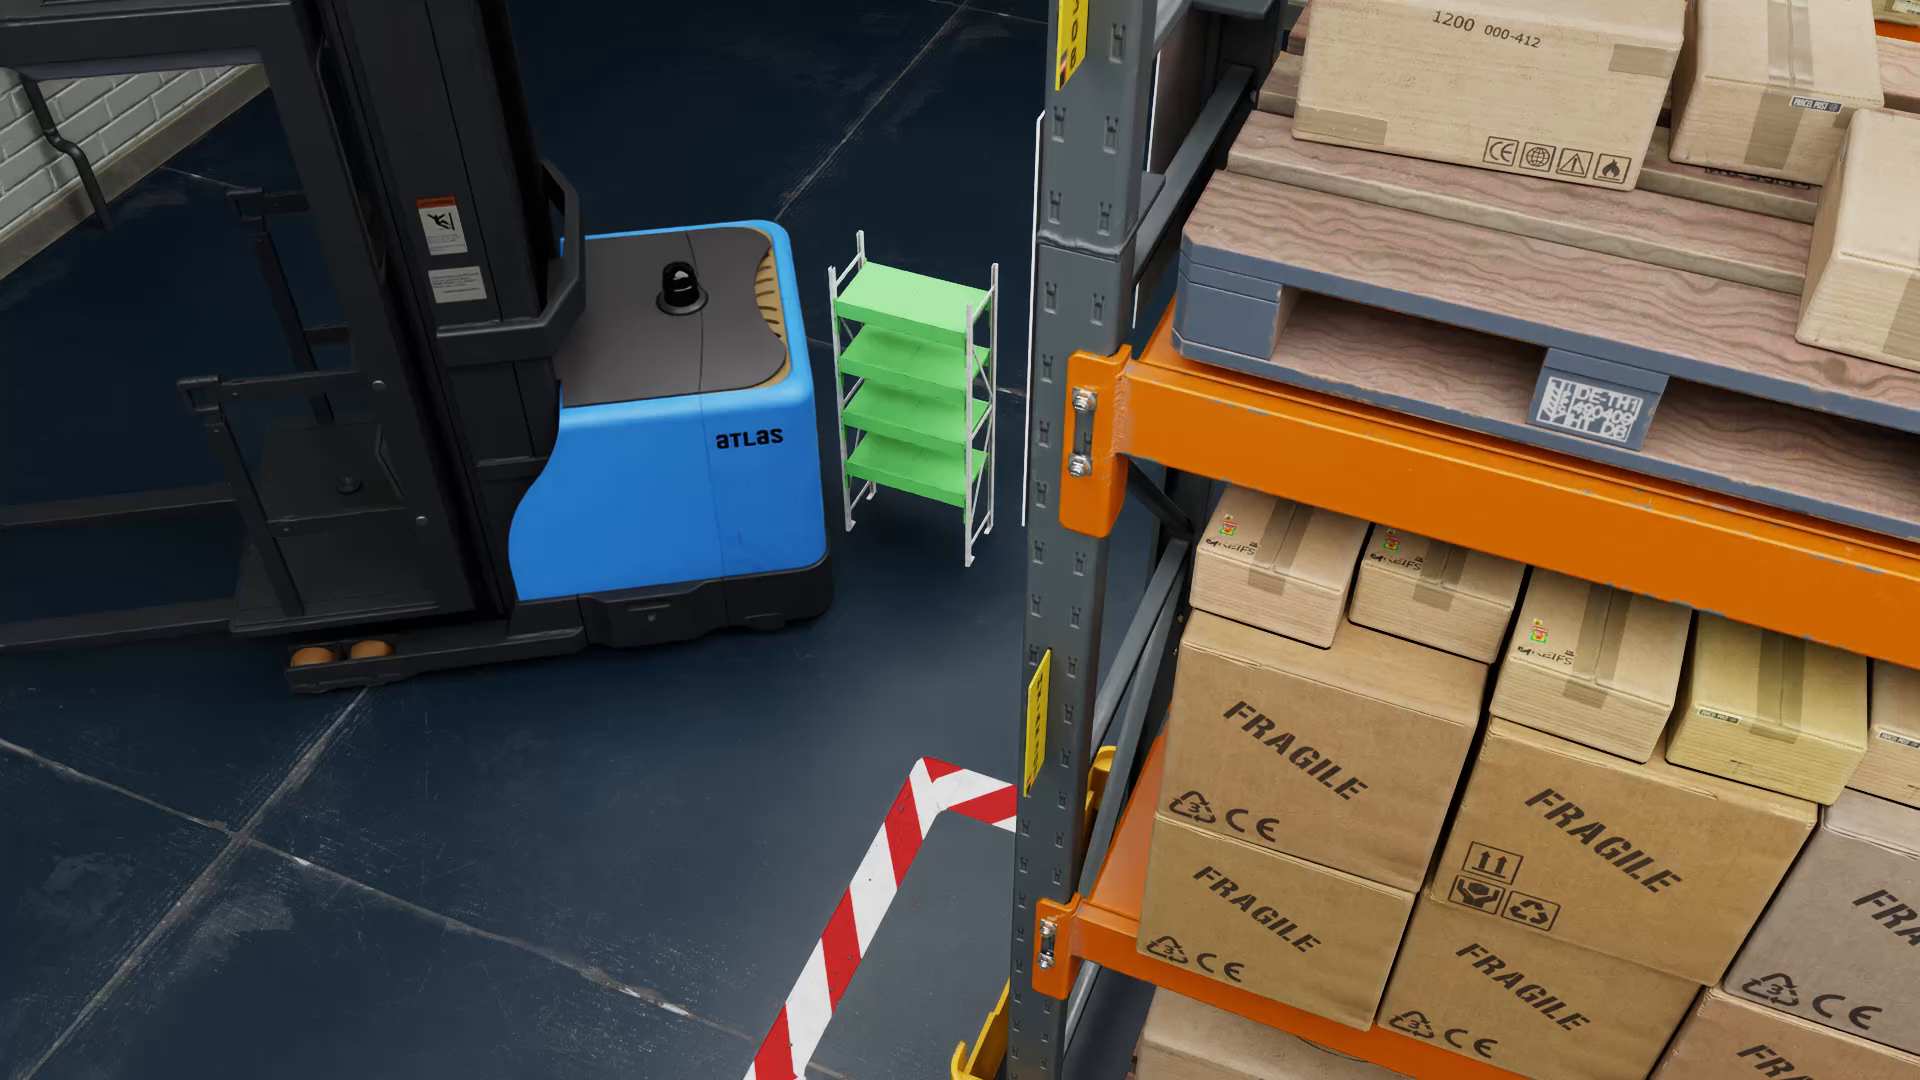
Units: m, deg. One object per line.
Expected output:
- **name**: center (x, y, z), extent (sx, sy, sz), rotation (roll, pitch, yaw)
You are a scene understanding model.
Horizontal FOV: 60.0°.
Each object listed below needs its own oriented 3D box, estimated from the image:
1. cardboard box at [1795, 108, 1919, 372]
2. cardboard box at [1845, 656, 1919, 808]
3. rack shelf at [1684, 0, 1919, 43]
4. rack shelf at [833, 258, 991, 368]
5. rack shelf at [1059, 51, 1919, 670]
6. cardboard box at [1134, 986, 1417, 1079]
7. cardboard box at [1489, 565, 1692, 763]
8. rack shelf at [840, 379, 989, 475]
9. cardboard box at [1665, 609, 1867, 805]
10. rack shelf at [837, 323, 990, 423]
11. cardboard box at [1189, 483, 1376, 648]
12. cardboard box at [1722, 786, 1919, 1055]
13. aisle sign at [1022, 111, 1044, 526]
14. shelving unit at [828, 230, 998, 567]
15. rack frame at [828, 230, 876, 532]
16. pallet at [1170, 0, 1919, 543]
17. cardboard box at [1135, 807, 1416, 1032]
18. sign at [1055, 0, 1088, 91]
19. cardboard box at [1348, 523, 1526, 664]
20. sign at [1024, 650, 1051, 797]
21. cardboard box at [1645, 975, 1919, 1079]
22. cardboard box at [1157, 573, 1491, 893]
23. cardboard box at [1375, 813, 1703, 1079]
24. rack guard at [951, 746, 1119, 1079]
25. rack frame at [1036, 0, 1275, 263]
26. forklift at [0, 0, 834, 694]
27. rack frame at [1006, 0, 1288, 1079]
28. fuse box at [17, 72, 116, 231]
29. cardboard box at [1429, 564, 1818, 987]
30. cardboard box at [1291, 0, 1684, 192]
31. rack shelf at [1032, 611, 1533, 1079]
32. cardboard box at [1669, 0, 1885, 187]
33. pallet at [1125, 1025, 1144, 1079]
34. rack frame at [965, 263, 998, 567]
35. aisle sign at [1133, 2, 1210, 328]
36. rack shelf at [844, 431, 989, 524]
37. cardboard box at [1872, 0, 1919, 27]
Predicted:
- **cardboard box**: center (1.278, -0.393, 2.201), extent (0.250, 0.149, 0.380), rotation (18, 48, 17)
- **cardboard box**: center (1.561, 0.244, 2.638), extent (0.250, 0.149, 0.380), rotation (17, 47, 16)
- **rack shelf**: center (4.116, -2.113, 6.757), extent (4.000, 0.370, 1.077), rotation (16, 47, 16)
- **rack shelf**: center (-0.153, -0.765, 5.578), extent (0.480, 0.148, 0.258), rotation (16, 47, 16)
- **rack shelf**: center (2.209, 0.056, 2.451), extent (4.000, 0.370, 1.077), rotation (16, 47, 16)
- **cardboard box**: center (1.010, 1.194, 4.442), extent (0.875, 0.438, 0.875), rotation (15, 47, 15)
- **cardboard box**: center (1.049, 0.148, 2.735), extent (0.250, 0.149, 0.380), rotation (18, 48, 17)
- **rack shelf**: center (-0.153, -0.425, 5.917), extent (0.480, 0.148, 0.258), rotation (16, 47, 16)
- **cardboard box**: center (1.299, 0.207, 2.675), extent (0.250, 0.149, 0.380), rotation (15, 47, 15)
- **rack shelf**: center (-0.153, -0.595, 5.748), extent (0.480, 0.148, 0.258), rotation (16, 47, 16)
- **cardboard box**: center (0.584, -0.022, 2.906), extent (0.250, 0.149, 0.380), rotation (17, 47, 17)
- **cardboard box**: center (1.654, 0.517, 2.824), extent (0.500, 0.500, 0.500), rotation (16, 47, 16)
- **aisle sign**: center (0.185, -0.431, 2.714), extent (0.004, 0.787, 0.394), rotation (16, 47, 16)
- **shelving unit**: center (-0.153, -0.470, 5.872), extent (0.503, 1.200, 0.258), rotation (16, 47, 16)
- **rack frame**: center (-0.378, -0.537, 5.939), extent (0.015, 1.200, 0.240), rotation (16, 47, 16)
- **pallet**: center (1.051, -0.516, 2.579), extent (1.213, 0.211, 1.003), rotation (16, 47, 16)
- **cardboard box**: center (0.695, 0.603, 3.447), extent (0.500, 0.500, 0.500), rotation (16, 47, 16)
- **sign**: center (0.143, -0.721, 2.045), extent (0.005, 0.325, 0.100), rotation (16, 47, 16)
- **cardboard box**: center (0.853, 0.002, 2.881), extent (0.250, 0.149, 0.380), rotation (17, 47, 17)
- **sign**: center (0.143, 0.346, 3.106), extent (0.005, 0.325, 0.100), rotation (16, 47, 16)
- **cardboard box**: center (1.635, 0.872, 3.176), extent (0.500, 0.500, 0.500), rotation (16, 47, 16)
- **cardboard box**: center (0.696, 0.247, 3.096), extent (0.500, 0.500, 0.500), rotation (15, 47, 15)
- **cardboard box**: center (1.173, 0.722, 3.327), extent (0.500, 0.500, 0.500), rotation (16, 47, 15)
- **rack guard**: center (0.341, 1.200, 4.689), extent (0.348, 0.500, 1.175), rotation (16, 47, 16)
- **rack frame**: center (0.363, -1.806, 1.685), extent (0.127, 3.000, 1.000), rotation (16, 47, 16)
- **forklift**: center (-2.016, -0.916, 5.092), extent (3.031, 2.935, 1.130), rotation (-7, 45, -7)
- **rack frame**: center (0.363, 0.321, 3.801), extent (0.127, 3.000, 1.000), rotation (16, 47, 16)
- **fuse box**: center (-3.907, -2.066, 7.113), extent (0.414, 1.711, 0.539), rotation (16, 47, 16)
- **cardboard box**: center (1.176, 0.382, 2.959), extent (0.500, 0.500, 0.500), rotation (15, 47, 15)
- **cardboard box**: center (0.813, -0.810, 2.548), extent (0.500, 0.250, 0.500), rotation (12, 46, 12)
- **rack shelf**: center (2.209, 1.119, 3.509), extent (4.000, 0.370, 1.077), rotation (16, 47, 16)
- **cardboard box**: center (1.230, -0.712, 2.522), extent (0.250, 0.149, 0.380), rotation (13, 46, 13)
- **pallet**: center (1.131, 1.476, 4.617), extent (1.213, 0.211, 1.003), rotation (16, 47, 16)
- **rack frame**: center (0.072, -0.404, 5.805), extent (0.015, 1.200, 0.240), rotation (16, 47, 16)
- **aisle sign**: center (0.416, -0.822, 3.106), extent (0.004, 0.787, 0.394), rotation (16, 47, 16)
- **rack shelf**: center (-0.153, -0.255, 6.086), extent (0.480, 0.148, 0.258), rotation (16, 47, 16)
- **cardboard box**: center (3.638, -2.172, 6.485), extent (0.250, 0.149, 0.380), rotation (15, 47, 15)
